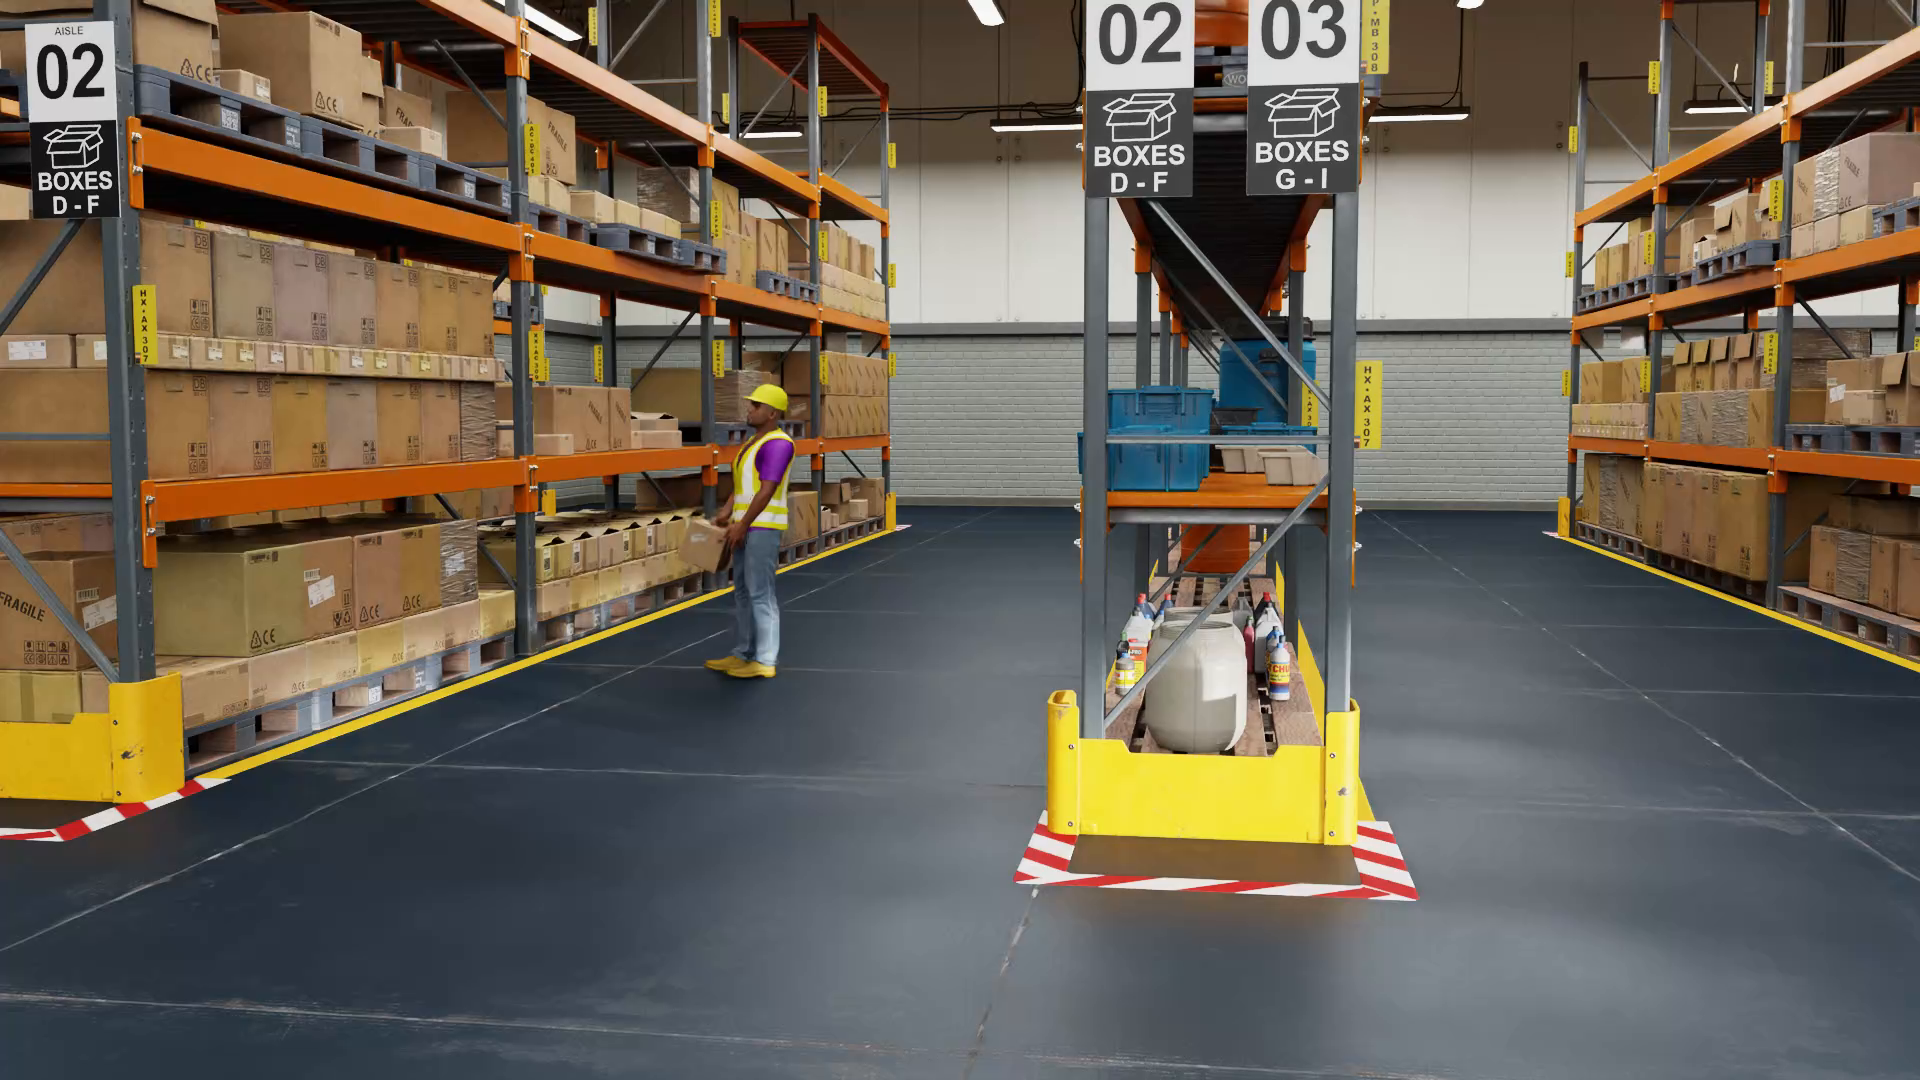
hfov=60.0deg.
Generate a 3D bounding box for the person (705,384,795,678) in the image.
[{"bbox_3d":[-1.280,-0.059,10.110,0.493,1.772,0.605,-2,5,-22],"label":"person"}]
